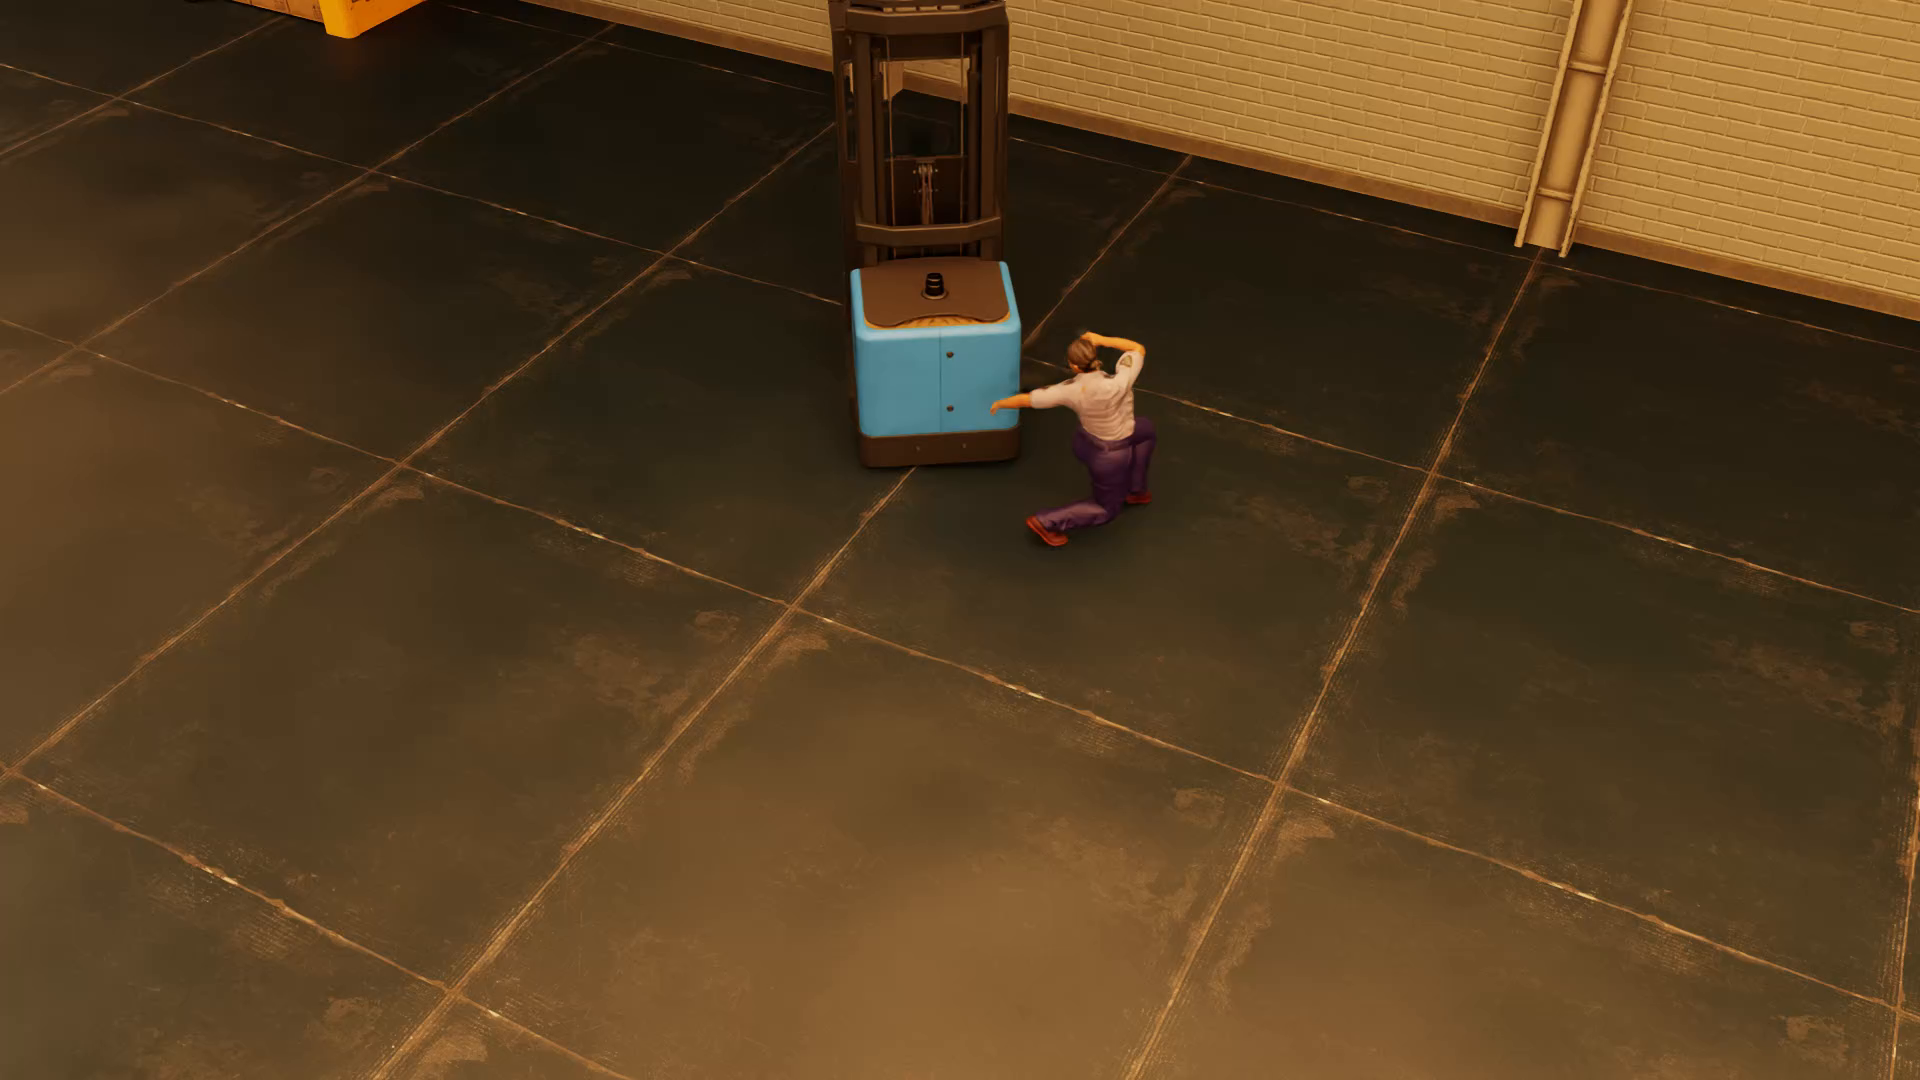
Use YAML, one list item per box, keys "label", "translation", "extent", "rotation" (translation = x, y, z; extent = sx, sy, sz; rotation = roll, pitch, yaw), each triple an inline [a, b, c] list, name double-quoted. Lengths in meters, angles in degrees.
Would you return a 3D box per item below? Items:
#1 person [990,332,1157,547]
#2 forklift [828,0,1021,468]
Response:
- label: "person"
  translation: [0.726, -0.710, 10.058]
  extent: [0.950, 1.371, 0.842]
  rotation: [-27, 47, -28]
- label: "forklift"
  translation: [-0.267, -2.529, 10.989]
  extent: [1.130, 2.935, 3.031]
  rotation: [-4, 40, -4]
